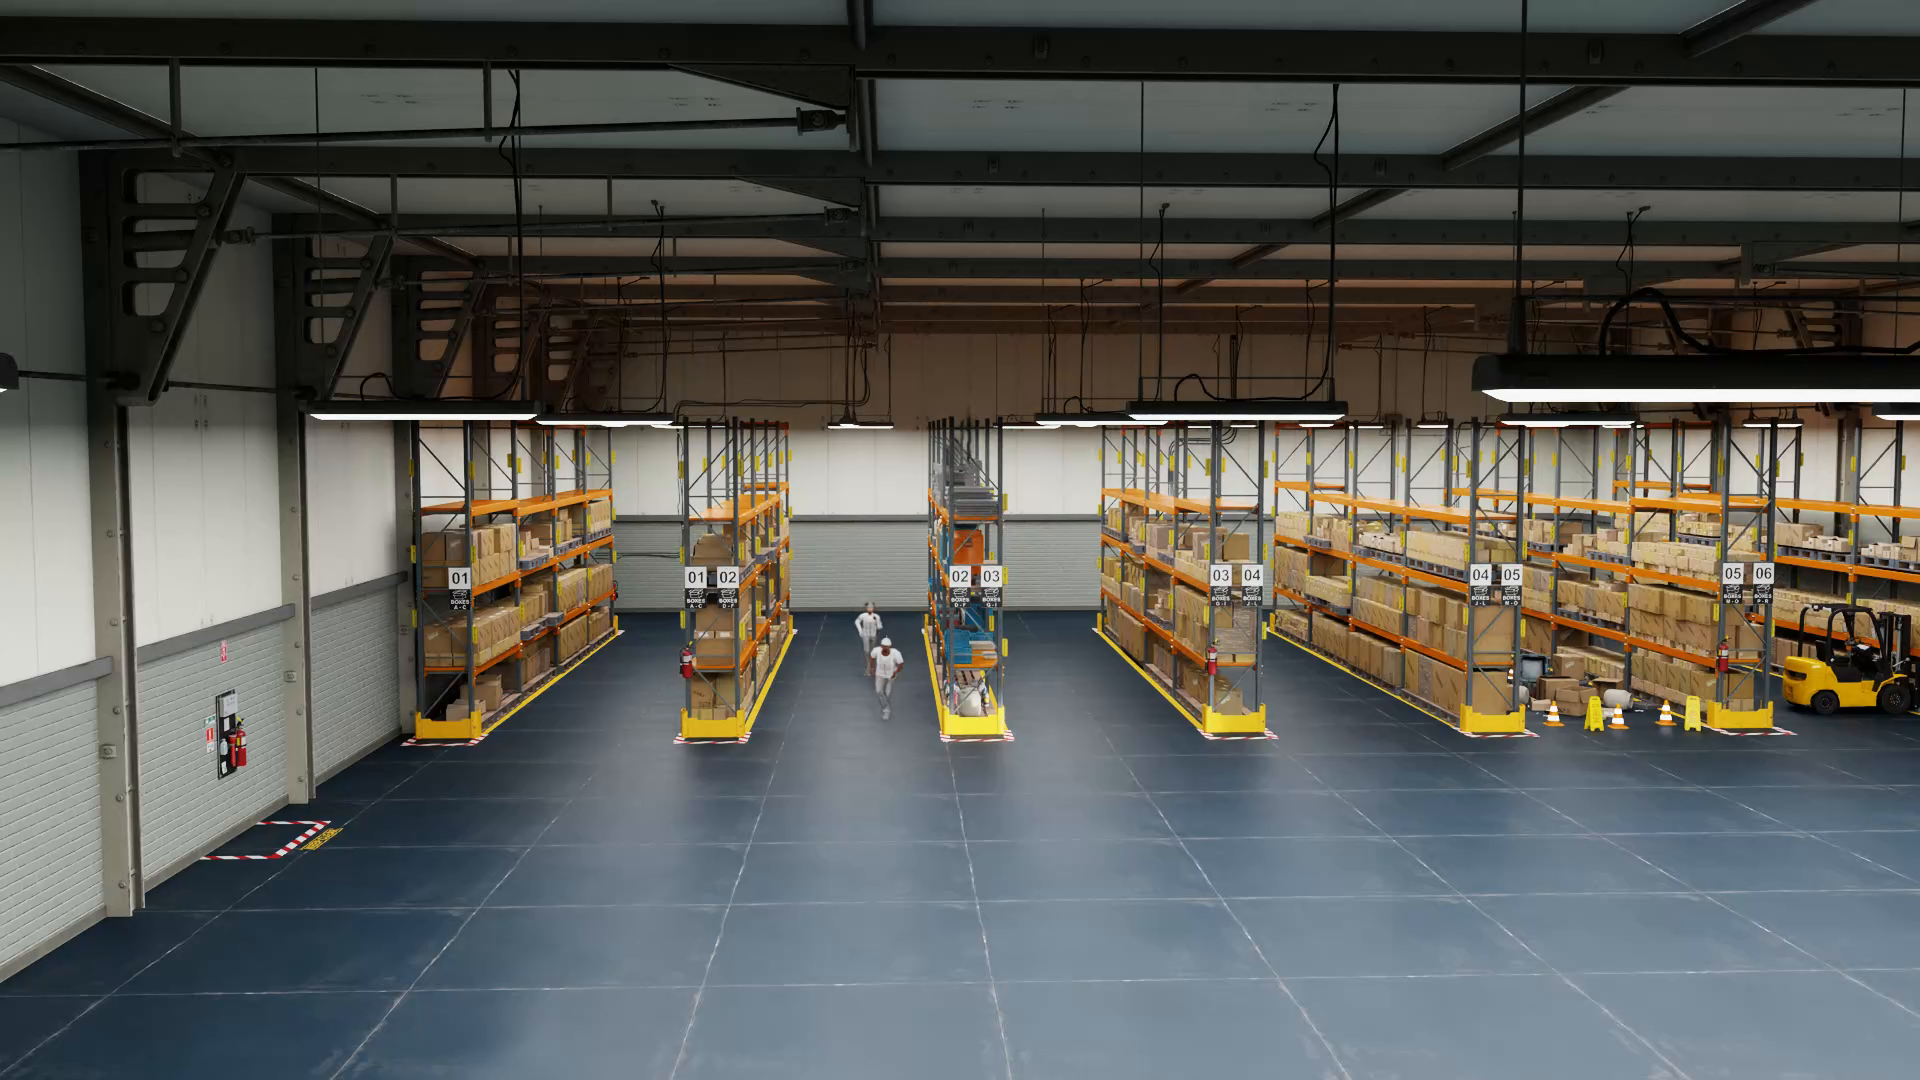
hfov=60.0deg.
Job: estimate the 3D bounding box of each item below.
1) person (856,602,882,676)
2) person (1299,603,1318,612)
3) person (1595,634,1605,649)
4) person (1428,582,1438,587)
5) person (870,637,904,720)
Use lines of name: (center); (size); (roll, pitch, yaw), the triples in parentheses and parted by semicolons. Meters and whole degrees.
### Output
person: (-2.134, 2.320, 39.269); (0.597, 1.755, 0.759); (-1, 4, -15)
person: (10.329, 1.722, 49.066); (0.563, 1.626, 0.616); (0, 4, -5)
person: (16.352, 2.112, 42.792); (0.570, 1.674, 0.805); (0, 4, -4)
person: (14.107, 1.689, 49.374); (0.902, 1.673, 0.590); (1, 4, 16)
person: (-1.457, 2.747, 33.398); (0.686, 1.676, 1.005); (0, 4, 3)
